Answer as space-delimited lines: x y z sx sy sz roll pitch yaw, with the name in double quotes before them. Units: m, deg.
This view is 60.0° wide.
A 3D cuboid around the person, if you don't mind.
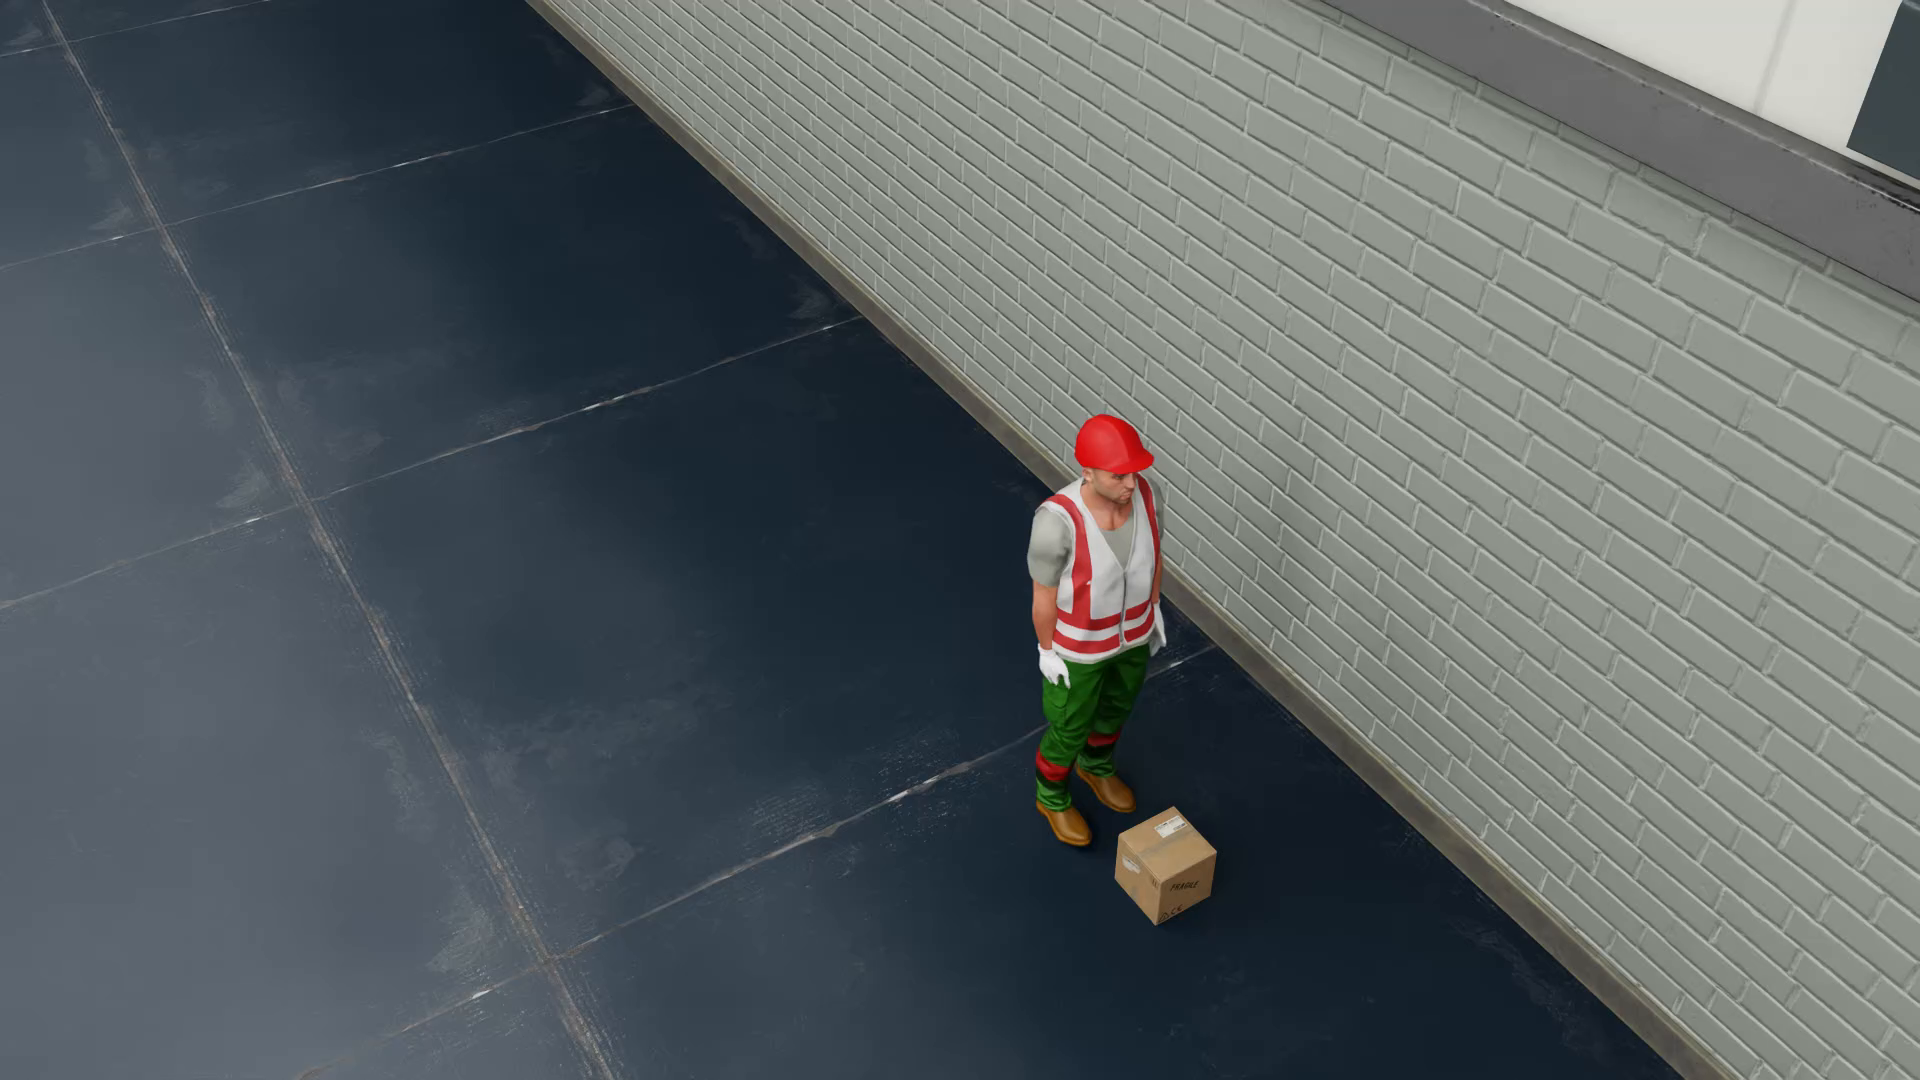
"person" 0.489 0.332 5.758 0.523 1.798 0.365 -21 45 -23
